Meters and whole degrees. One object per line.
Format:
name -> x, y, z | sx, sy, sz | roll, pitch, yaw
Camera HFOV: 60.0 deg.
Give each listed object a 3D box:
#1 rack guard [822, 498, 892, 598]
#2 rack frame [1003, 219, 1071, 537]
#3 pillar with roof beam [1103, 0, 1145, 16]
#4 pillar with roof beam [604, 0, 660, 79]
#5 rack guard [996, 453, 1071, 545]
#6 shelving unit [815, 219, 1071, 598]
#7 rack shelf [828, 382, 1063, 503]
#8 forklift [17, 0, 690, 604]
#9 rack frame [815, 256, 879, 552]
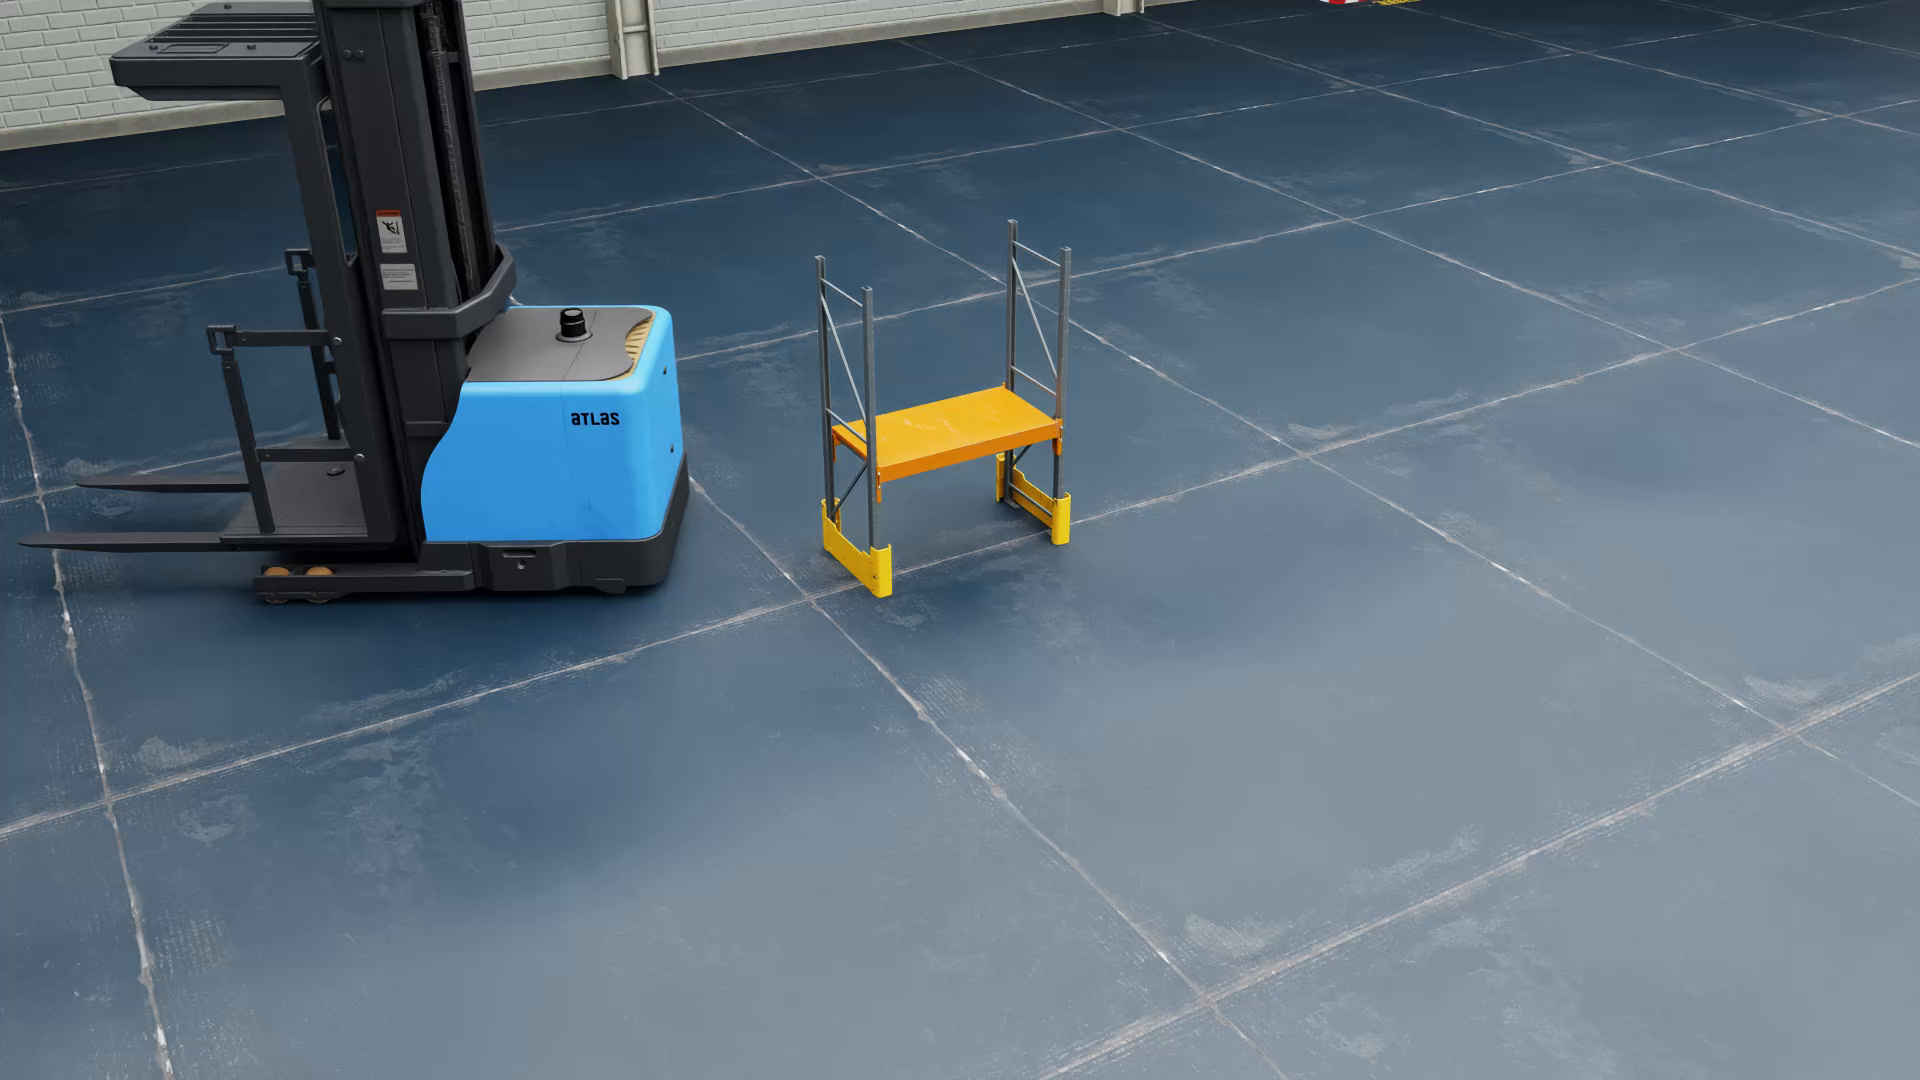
rack guard -> -0.495, 0.031, 7.935 | 0.087, 0.250, 0.587 | -16, 33, -26
rack frame -> 0.365, -0.760, 8.075 | 0.032, 1.500, 0.500 | -16, 33, -26
pillar with roof beam -> 4.083, -8.316, 14.006 | 0.400, 9.000, 9.100 | -16, 33, -26
pillar with roof beam -> -1.090, -6.847, 11.344 | 0.400, 9.000, 9.100 | -16, 33, -26
rack guard -> 0.364, -0.213, 8.377 | 0.087, 0.250, 0.587 | -16, 33, -26
shelving unit -> -0.066, -0.638, 7.854 | 1.083, 1.500, 0.587 | -16, 33, -26
rack shelf -> -0.074, -0.478, 7.937 | 1.000, 0.185, 0.538 | -16, 33, -26
forklift -> -2.896, -1.247, 7.476 | 3.031, 2.935, 1.130 | -1, 29, -1
rack frame -> -0.512, -0.511, 7.624 | 0.032, 1.500, 0.500 | -16, 33, -26
